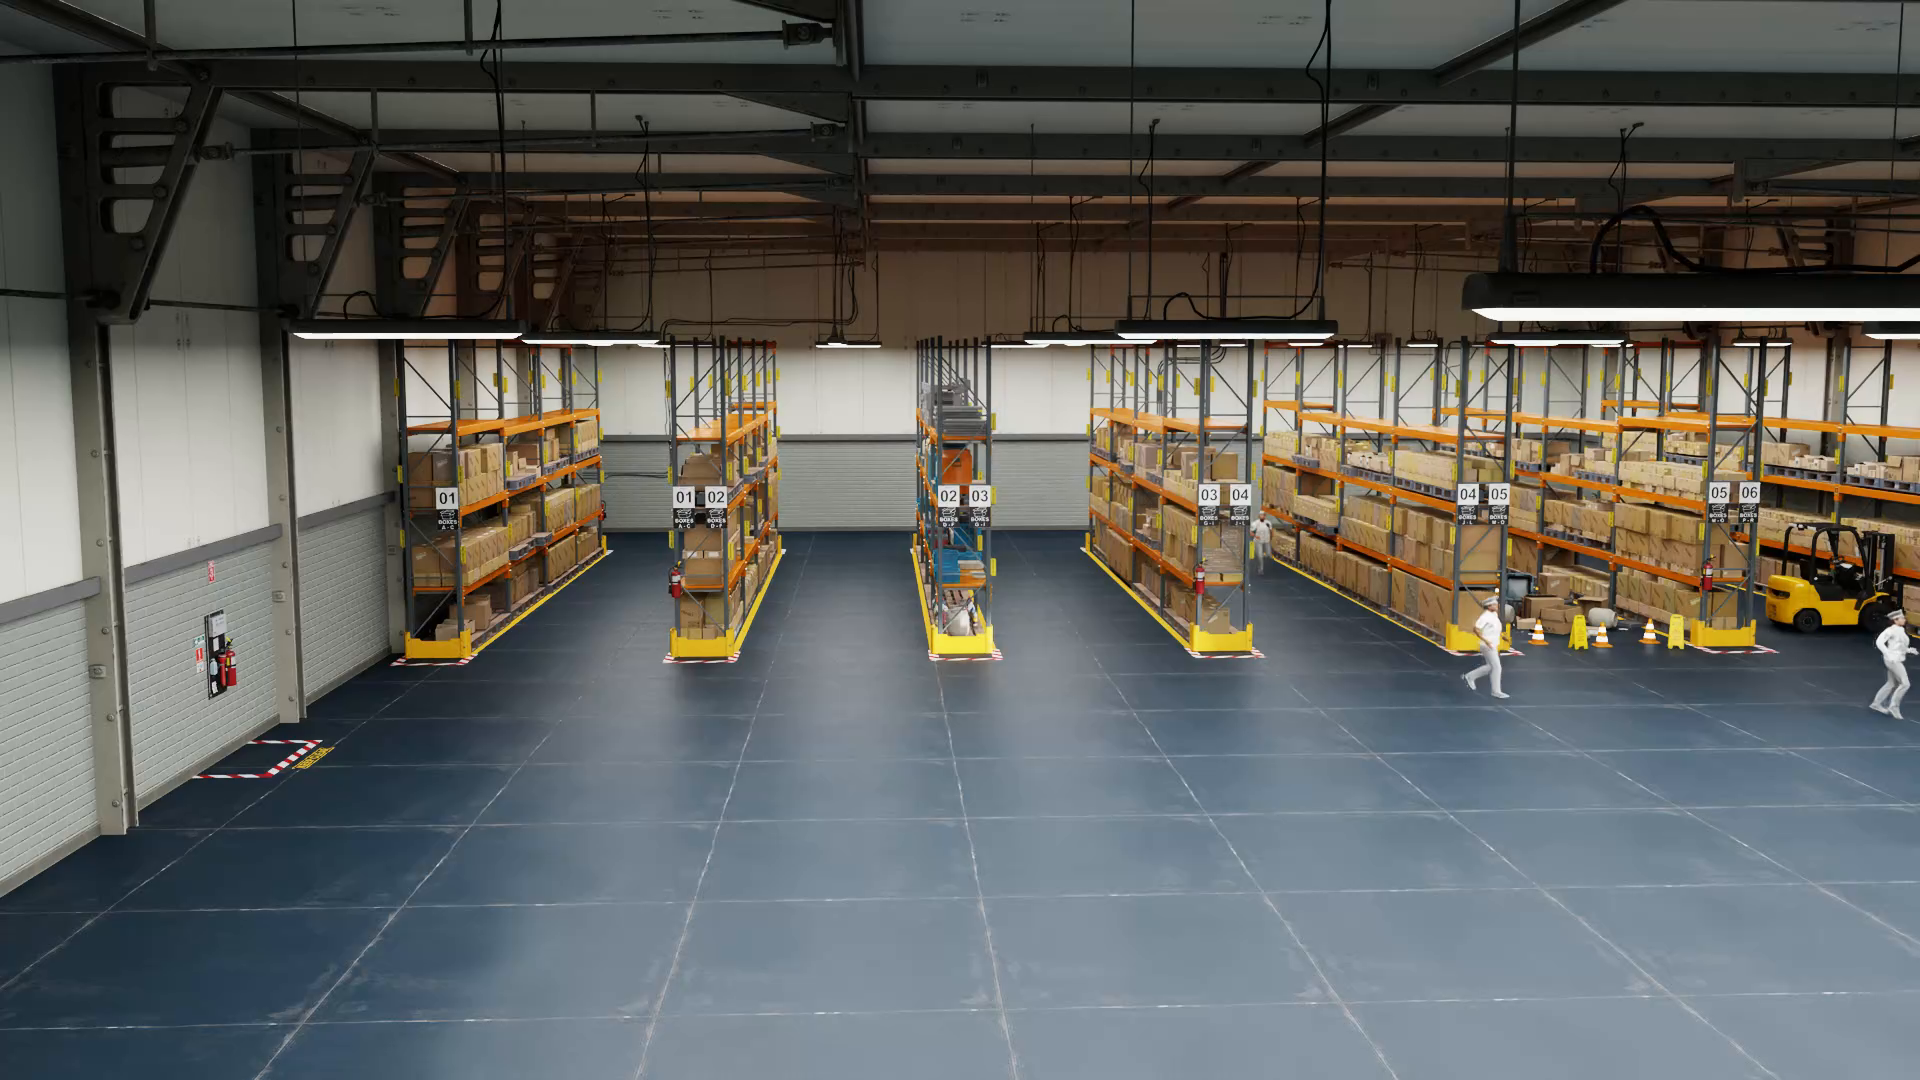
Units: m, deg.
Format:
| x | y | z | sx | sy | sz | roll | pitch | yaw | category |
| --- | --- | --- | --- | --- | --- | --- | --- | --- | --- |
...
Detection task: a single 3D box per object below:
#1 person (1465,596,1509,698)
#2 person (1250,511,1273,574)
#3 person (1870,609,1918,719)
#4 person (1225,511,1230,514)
| x | y | z | sx | sy | sz | roll | pitch | yaw | category |
| --- | --- | --- | --- | --- | --- | --- | --- | --- | --- |
| 8.748 | 1.757 | 27.610 | 0.782 | 1.679 | 0.597 | 5 | 8 | 36 | person |
| 7.786 | 0.061 | 42.861 | 0.656 | 1.629 | 0.536 | -1 | 7 | -7 | person |
| 14.649 | 1.949 | 26.068 | 0.629 | 1.756 | 0.588 | 6 | 9 | 40 | person |
| 7.455 | -0.369 | 46.515 | 0.571 | 1.700 | 0.845 | 1 | 7 | 6 | person |
